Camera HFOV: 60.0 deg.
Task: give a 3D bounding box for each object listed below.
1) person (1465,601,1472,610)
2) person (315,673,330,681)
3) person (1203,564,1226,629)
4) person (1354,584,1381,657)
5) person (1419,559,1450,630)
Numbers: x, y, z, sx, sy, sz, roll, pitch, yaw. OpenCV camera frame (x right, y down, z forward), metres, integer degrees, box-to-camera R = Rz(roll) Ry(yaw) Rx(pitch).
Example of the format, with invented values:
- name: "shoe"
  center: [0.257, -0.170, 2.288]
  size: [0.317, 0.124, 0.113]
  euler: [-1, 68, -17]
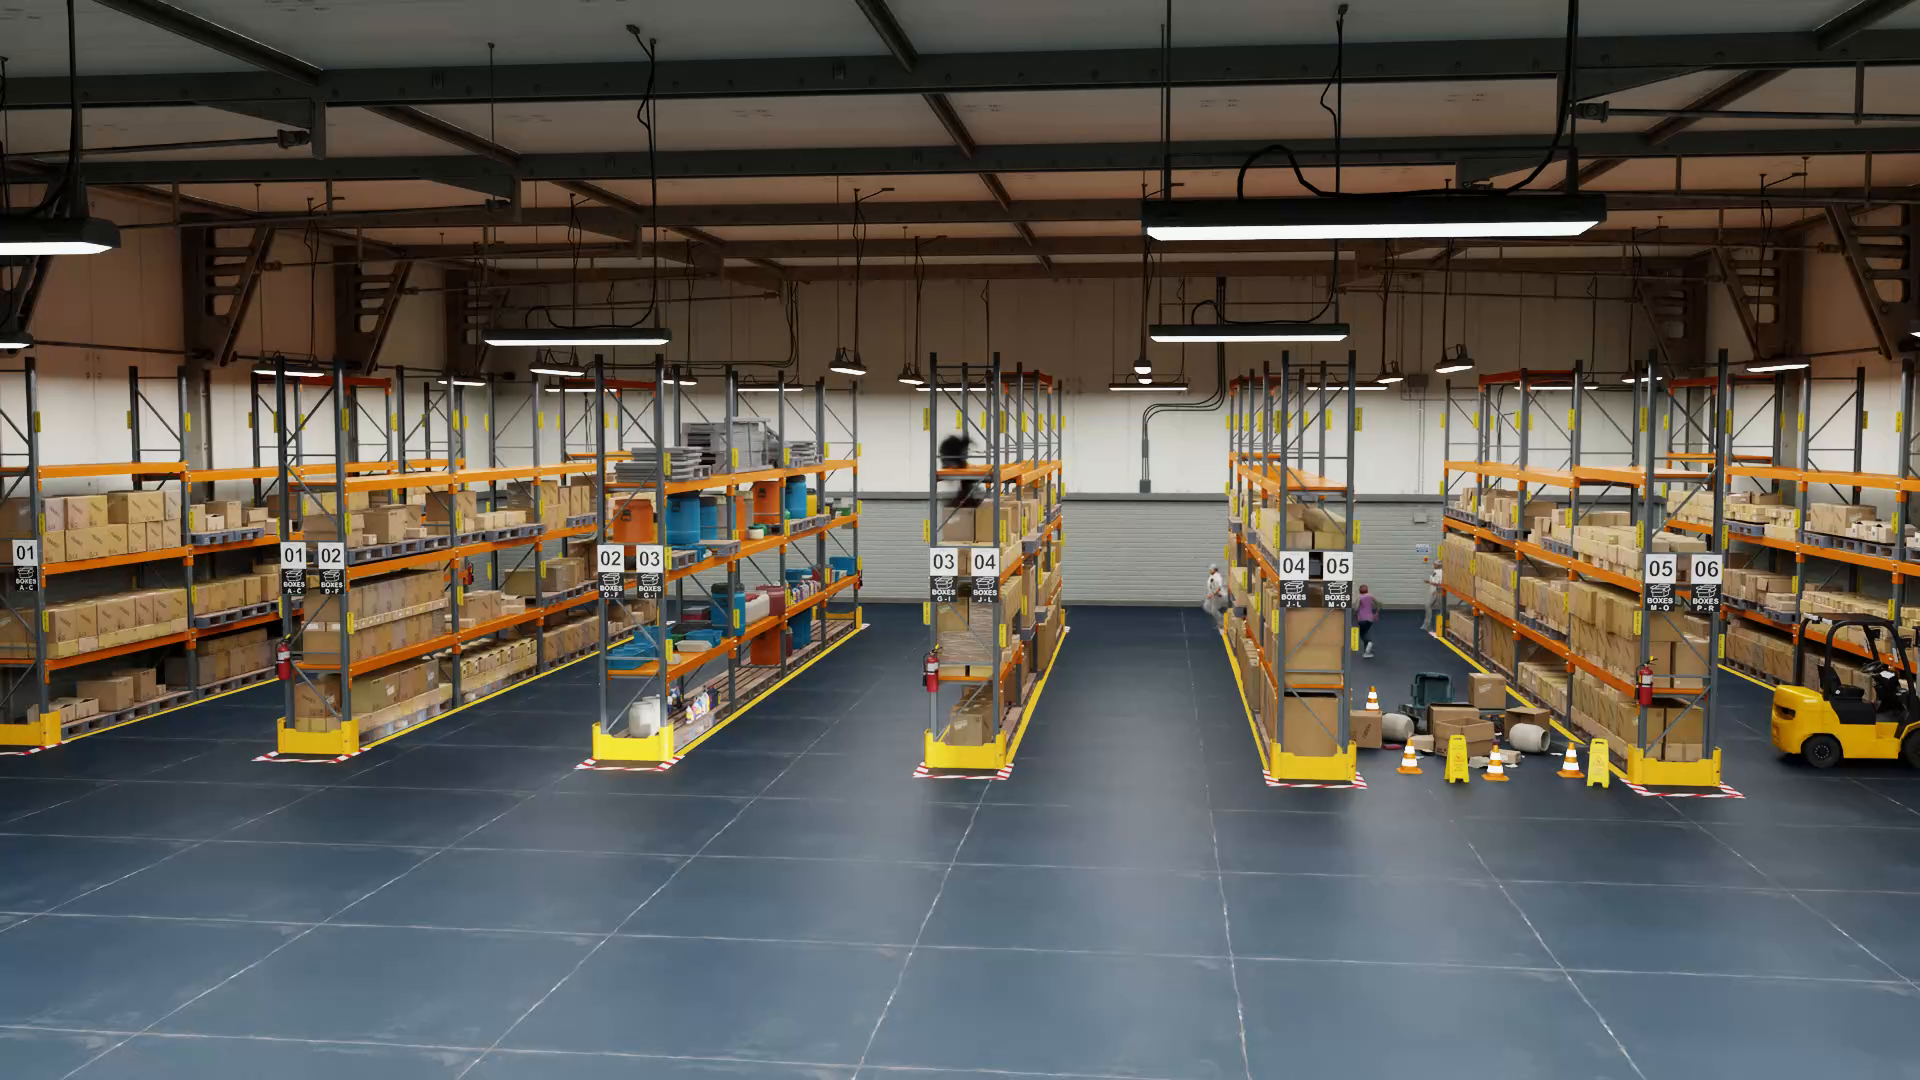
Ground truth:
- name: "person"
  center: [13.035, 1.202, 41.978]
  size: [0.858, 1.634, 0.564]
  euler: [-1, 4, -9]
- name: "person"
  center: [-10.920, 2.178, 28.819]
  size: [0.712, 1.578, 0.868]
  euler: [-1, 4, -13]
- name: "person"
  center: [6.173, 1.365, 40.292]
  size: [0.547, 1.599, 0.620]
  euler: [-1, 4, -17]
- name: "person"
  center: [8.696, 1.716, 35.555]
  size: [0.612, 1.553, 0.504]
  euler: [-1, 4, -15]
- name: "person"
  center: [11.537, 1.310, 40.111]
  size: [0.843, 1.736, 0.572]
  euler: [0, 4, -2]
